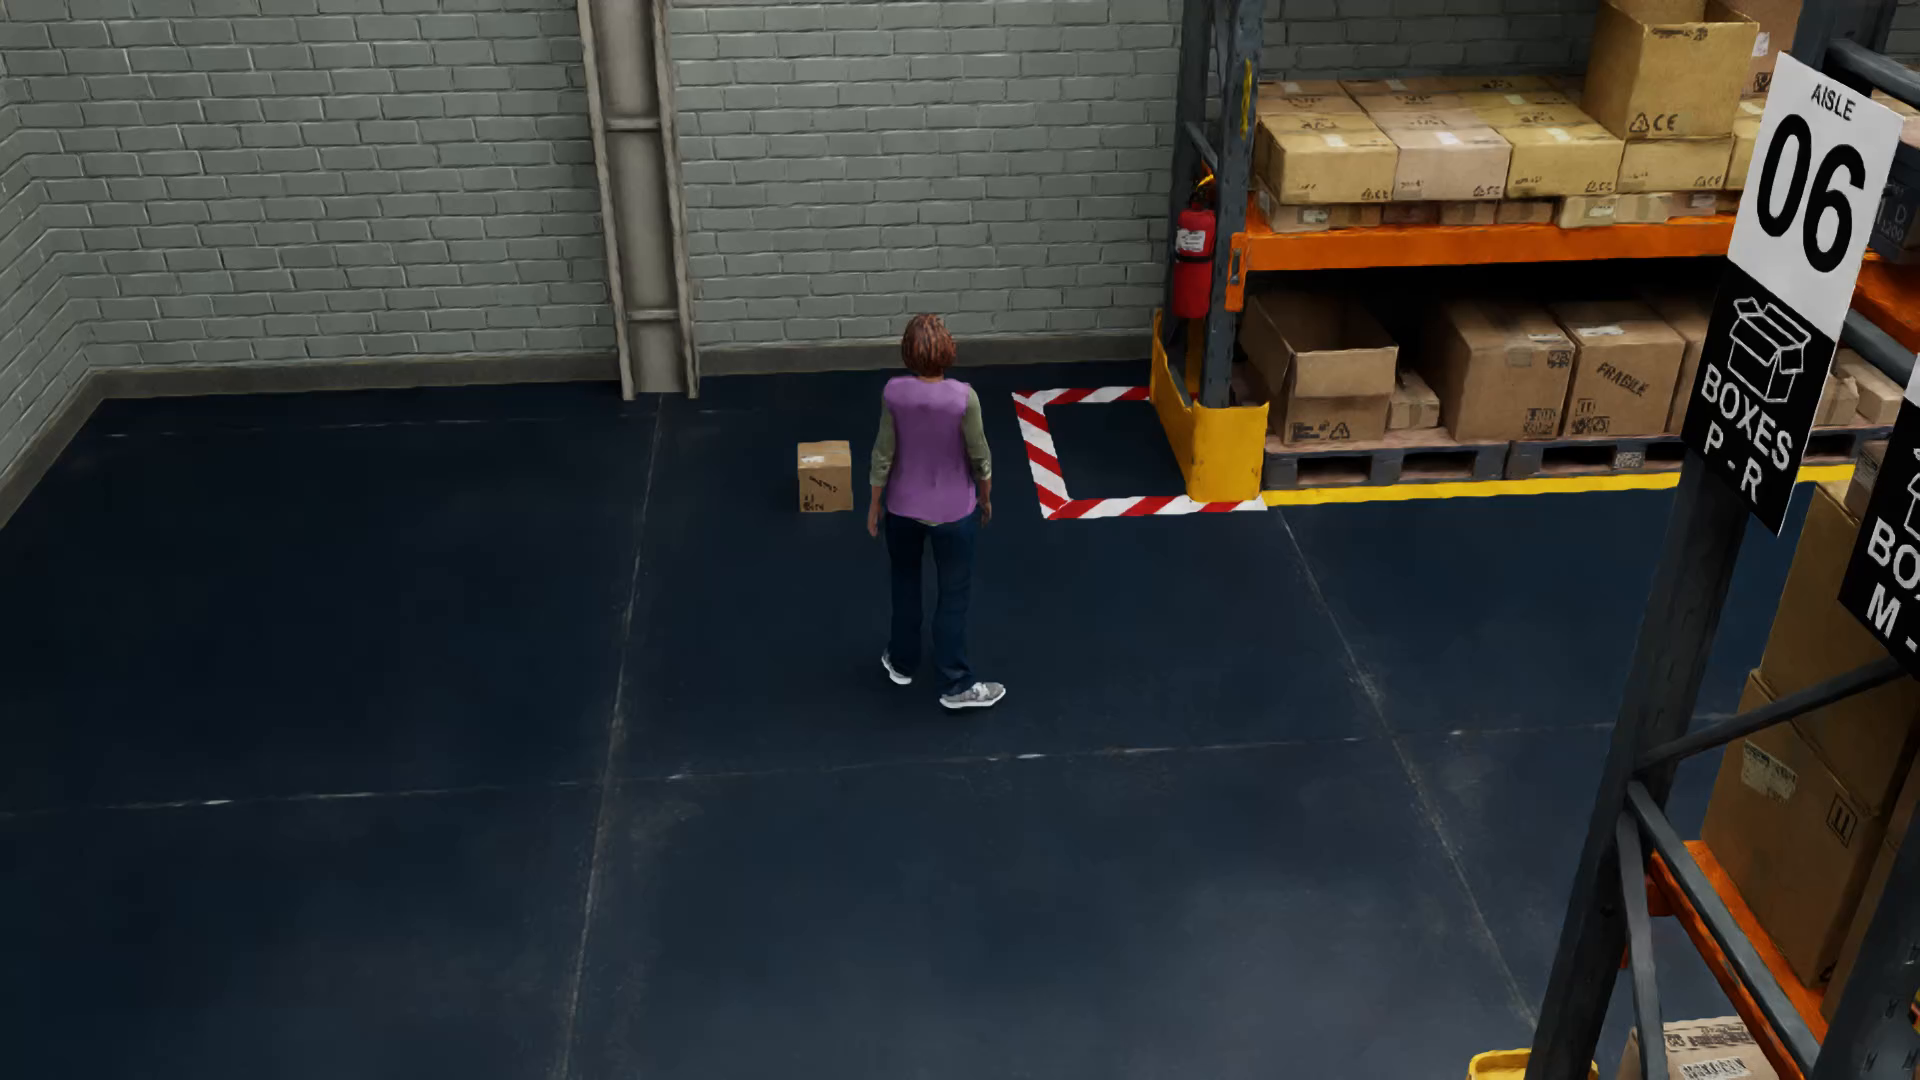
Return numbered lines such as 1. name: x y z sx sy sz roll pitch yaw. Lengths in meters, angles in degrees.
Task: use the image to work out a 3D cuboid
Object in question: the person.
1. person: -0.080 -0.097 6.276 0.551 1.604 0.370 8 33 13
